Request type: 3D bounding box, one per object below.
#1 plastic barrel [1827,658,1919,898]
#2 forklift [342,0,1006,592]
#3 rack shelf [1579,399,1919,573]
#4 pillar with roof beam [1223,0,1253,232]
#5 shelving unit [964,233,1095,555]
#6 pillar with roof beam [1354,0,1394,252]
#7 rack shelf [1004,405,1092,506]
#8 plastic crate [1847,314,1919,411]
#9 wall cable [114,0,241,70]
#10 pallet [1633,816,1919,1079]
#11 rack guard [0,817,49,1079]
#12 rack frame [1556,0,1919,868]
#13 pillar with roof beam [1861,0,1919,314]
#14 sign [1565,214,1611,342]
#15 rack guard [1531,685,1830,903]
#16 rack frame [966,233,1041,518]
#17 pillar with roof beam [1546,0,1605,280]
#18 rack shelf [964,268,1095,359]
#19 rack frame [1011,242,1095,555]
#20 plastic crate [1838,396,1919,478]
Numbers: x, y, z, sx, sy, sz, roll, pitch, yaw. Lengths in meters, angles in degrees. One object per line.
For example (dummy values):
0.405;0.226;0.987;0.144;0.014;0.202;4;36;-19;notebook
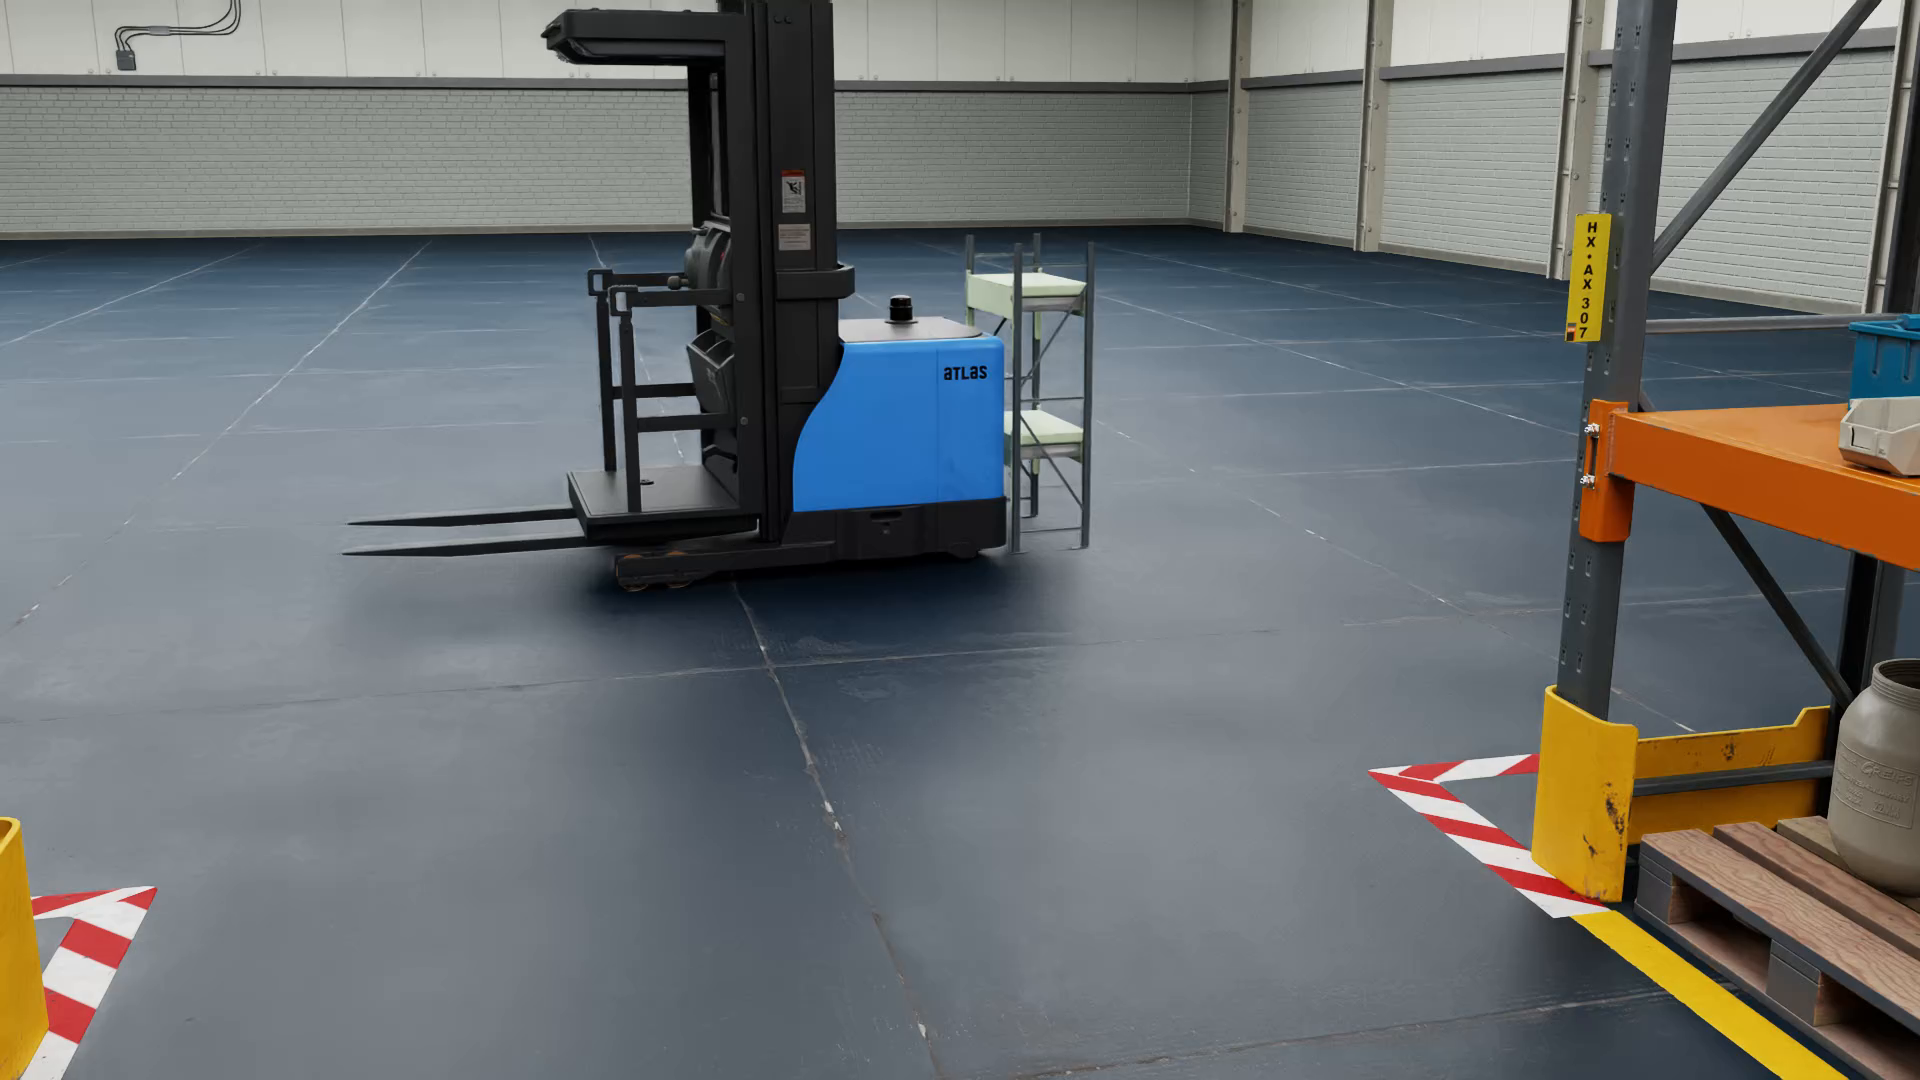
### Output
2.383;0.582;4.081;0.421;0.512;0.421;0;14;0;plastic barrel
-1.352;-1.332;7.704;3.031;2.935;1.130;-4;14;-17;forklift
2.624;0.241;2.636;1.077;0.370;4.000;-3;14;-13;rack shelf
1.559;-10.604;32.870;9.100;9.000;0.400;-3;14;-13;pillar with roof beam
0.335;-0.757;8.364;0.431;1.500;0.755;-4;14;-17;shelving unit
2.968;-9.220;27.204;9.100;9.000;0.400;-3;14;-13;pillar with roof beam
0.335;-0.440;8.442;0.431;0.370;0.720;-4;14;-17;rack shelf
2.563;-0.399;4.053;0.499;0.251;0.616;-3;14;-13;plastic crate
-15.050;-12.019;31.496;2.305;6.003;0.169;-3;14;-13;wall cable
2.404;0.987;3.941;1.003;0.211;1.213;-3;14;-13;pallet
-2.642;0.938;3.535;1.175;0.500;0.348;-3;14;-13;rack guard
2.154;-0.570;4.440;1.000;3.000;0.127;-3;14;-13;rack frame
5.787;-6.452;15.873;9.100;9.000;0.400;-3;14;-13;pillar with roof beam
1.619;-0.675;4.285;0.100;0.325;0.005;-3;14;-13;sign
2.218;0.659;4.675;1.175;0.500;0.348;-3;14;-13;rack guard
0.224;-0.840;8.703;0.400;1.500;0.023;-4;14;-17;rack frame
4.378;-7.836;21.539;9.100;9.000;0.400;-3;14;-13;pillar with roof beam
0.335;-1.136;8.272;0.431;0.370;0.720;-4;14;-17;rack shelf
0.446;-0.674;8.026;0.400;1.500;0.023;-4;14;-17;rack frame
2.052;-0.217;3.552;0.298;0.136;0.250;-3;14;-13;plastic crate
